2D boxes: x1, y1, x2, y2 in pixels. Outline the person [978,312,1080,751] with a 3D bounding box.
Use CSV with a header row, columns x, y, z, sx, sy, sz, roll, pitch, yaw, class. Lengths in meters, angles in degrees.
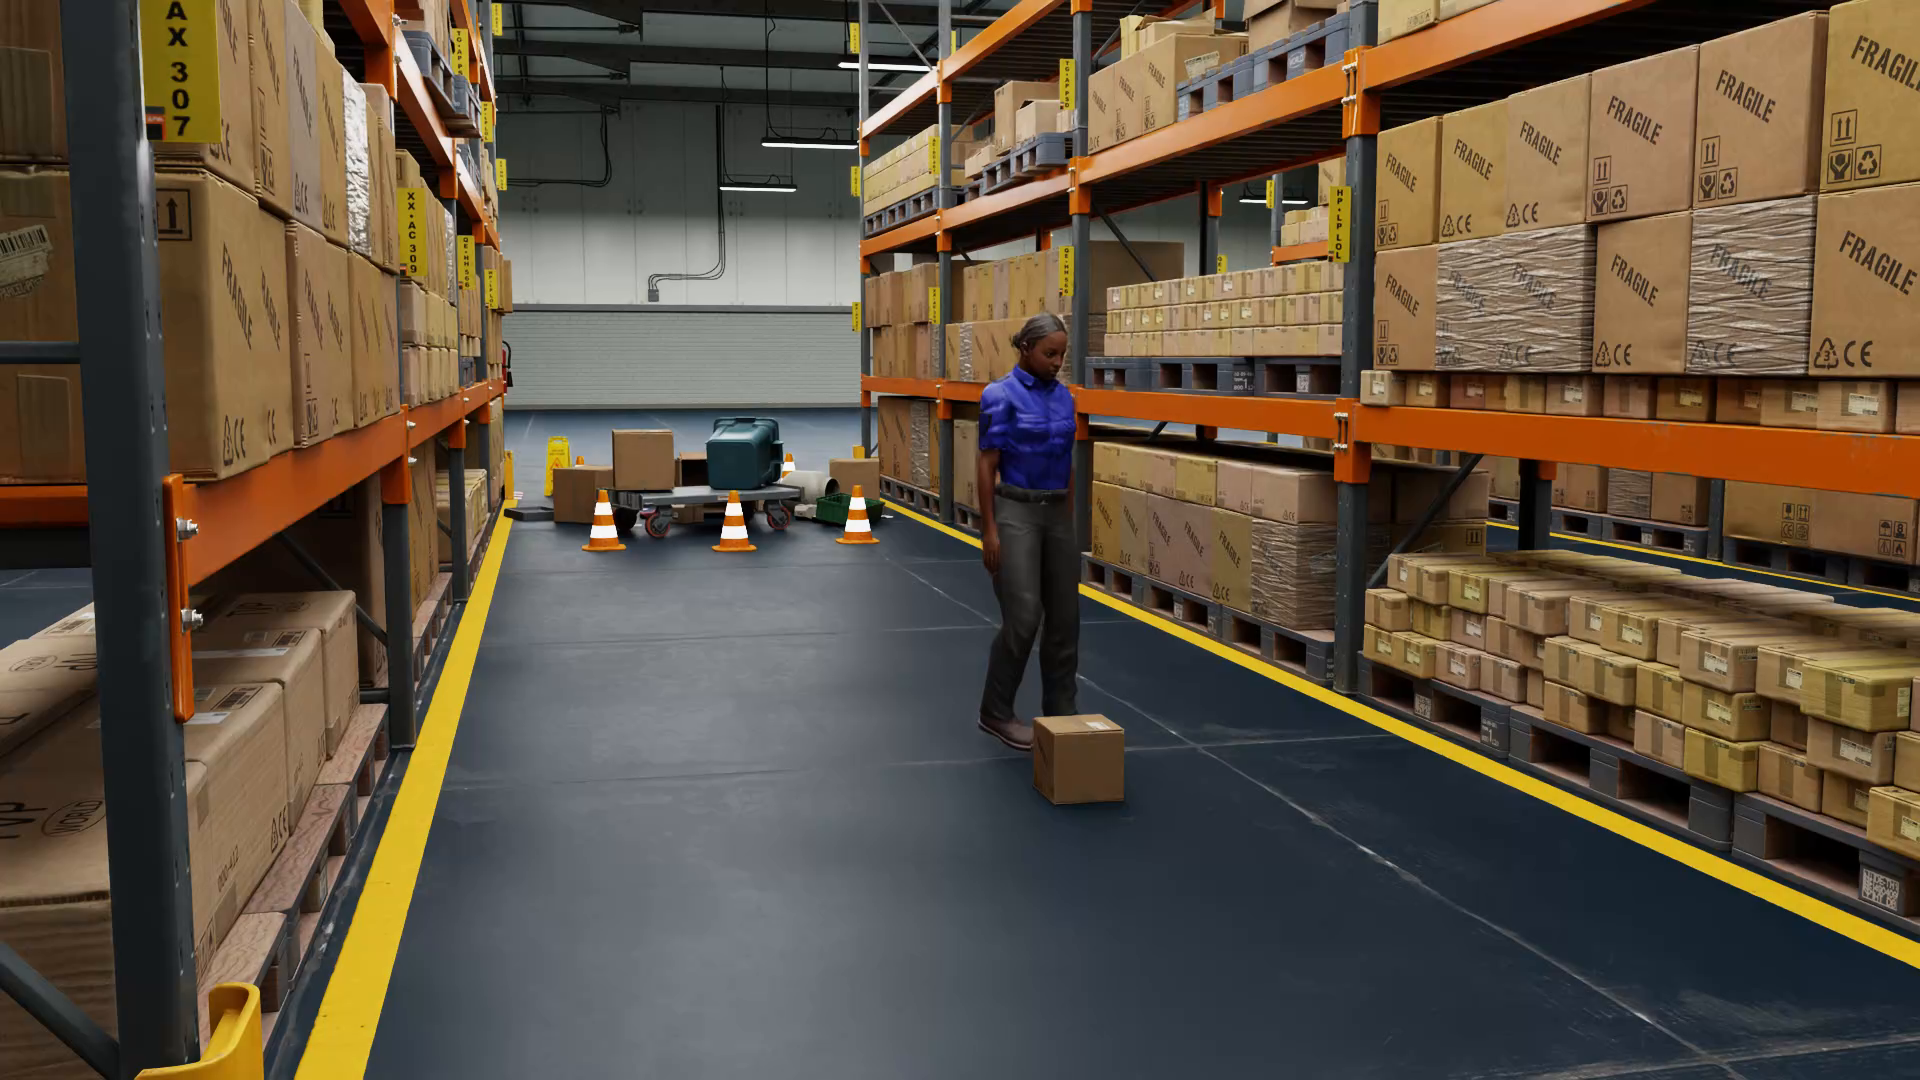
x,y,z,sx,sy,sz,roll,pitch,yaw,class
0.291,-0.029,6.297,0.489,1.656,0.369,-5,8,-39,person
